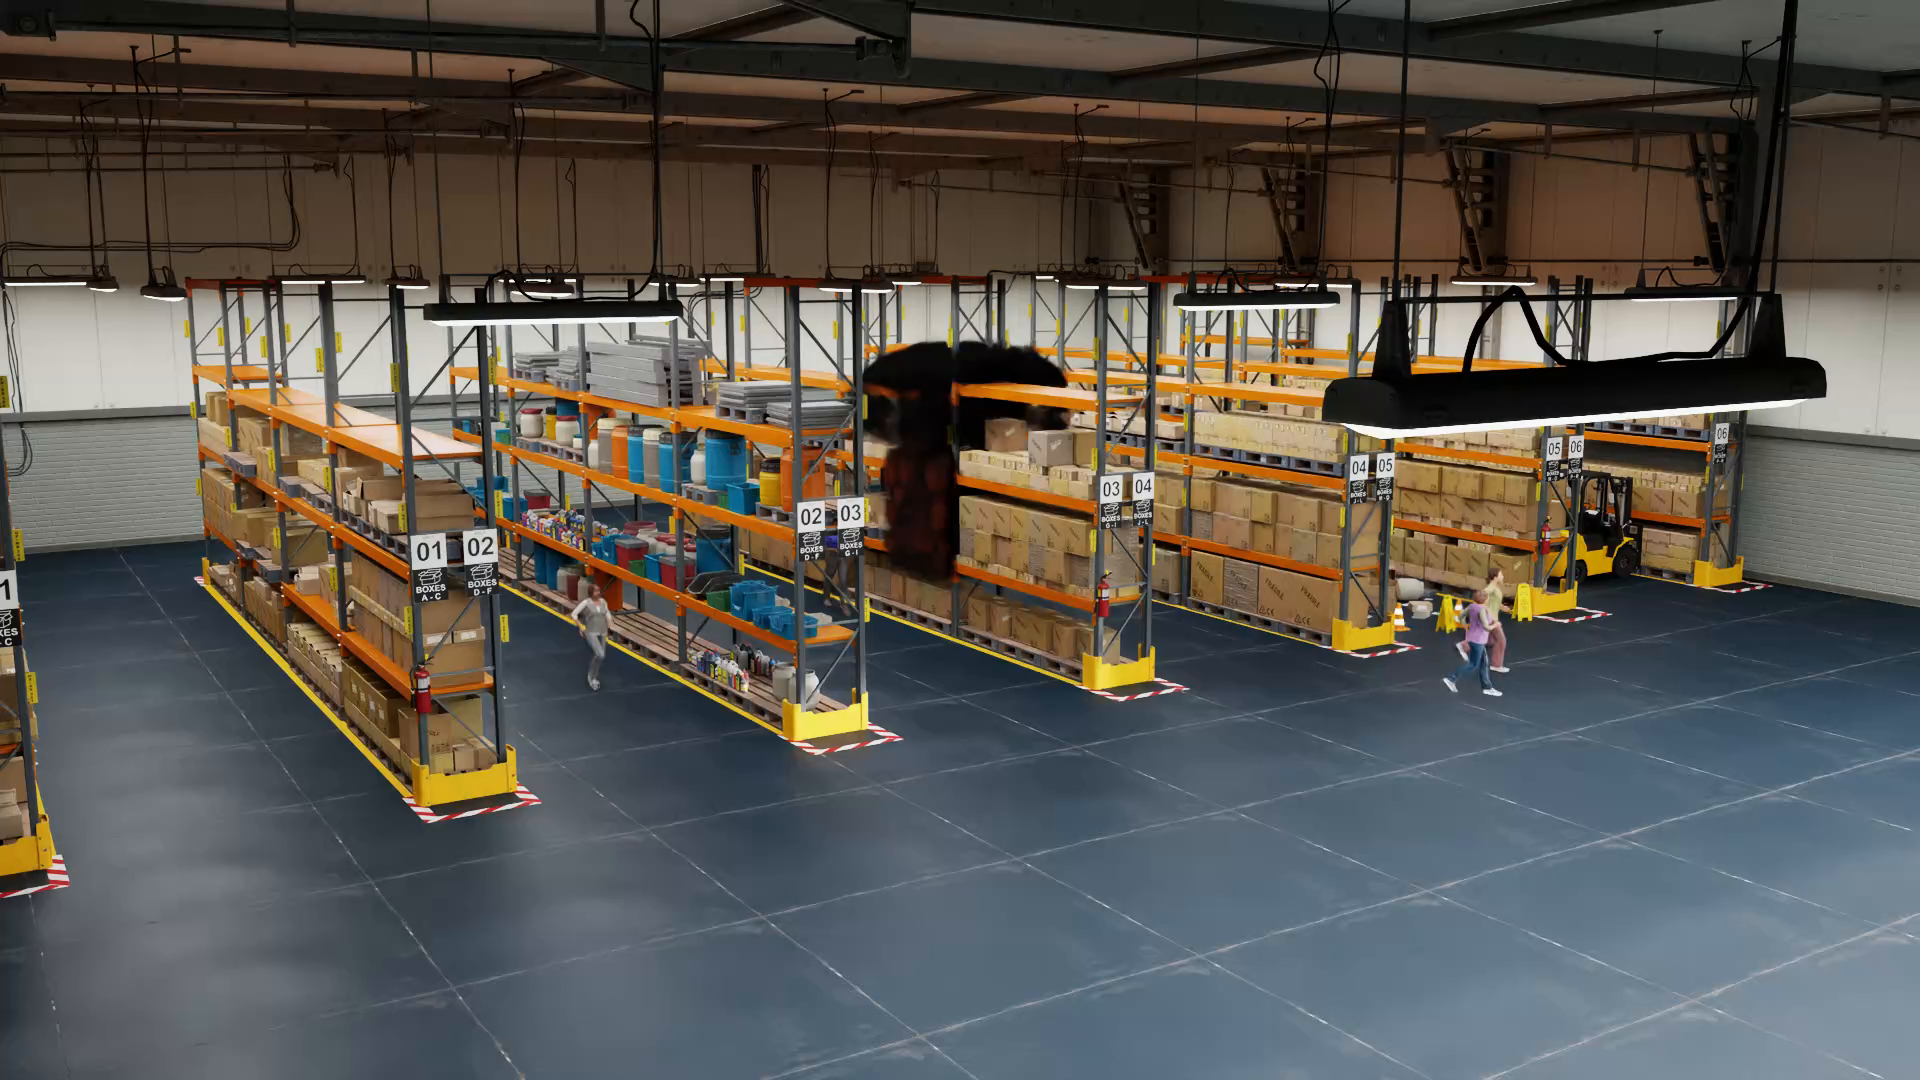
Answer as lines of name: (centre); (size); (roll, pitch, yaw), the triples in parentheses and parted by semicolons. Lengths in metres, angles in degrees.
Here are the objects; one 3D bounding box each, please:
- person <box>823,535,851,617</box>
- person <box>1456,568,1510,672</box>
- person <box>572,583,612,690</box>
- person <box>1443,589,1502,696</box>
person: (-2.146, 0.424, 29.014); (0.581, 1.748, 0.737); (-5, 11, -27)
person: (8.152, 1.227, 25.843); (0.822, 1.641, 0.563); (3, 10, 17)
person: (-5.405, 1.428, 24.696); (0.650, 1.592, 0.506); (9, 13, 43)
person: (7.501, 1.494, 24.198); (0.851, 1.586, 0.537); (0, 10, 0)
